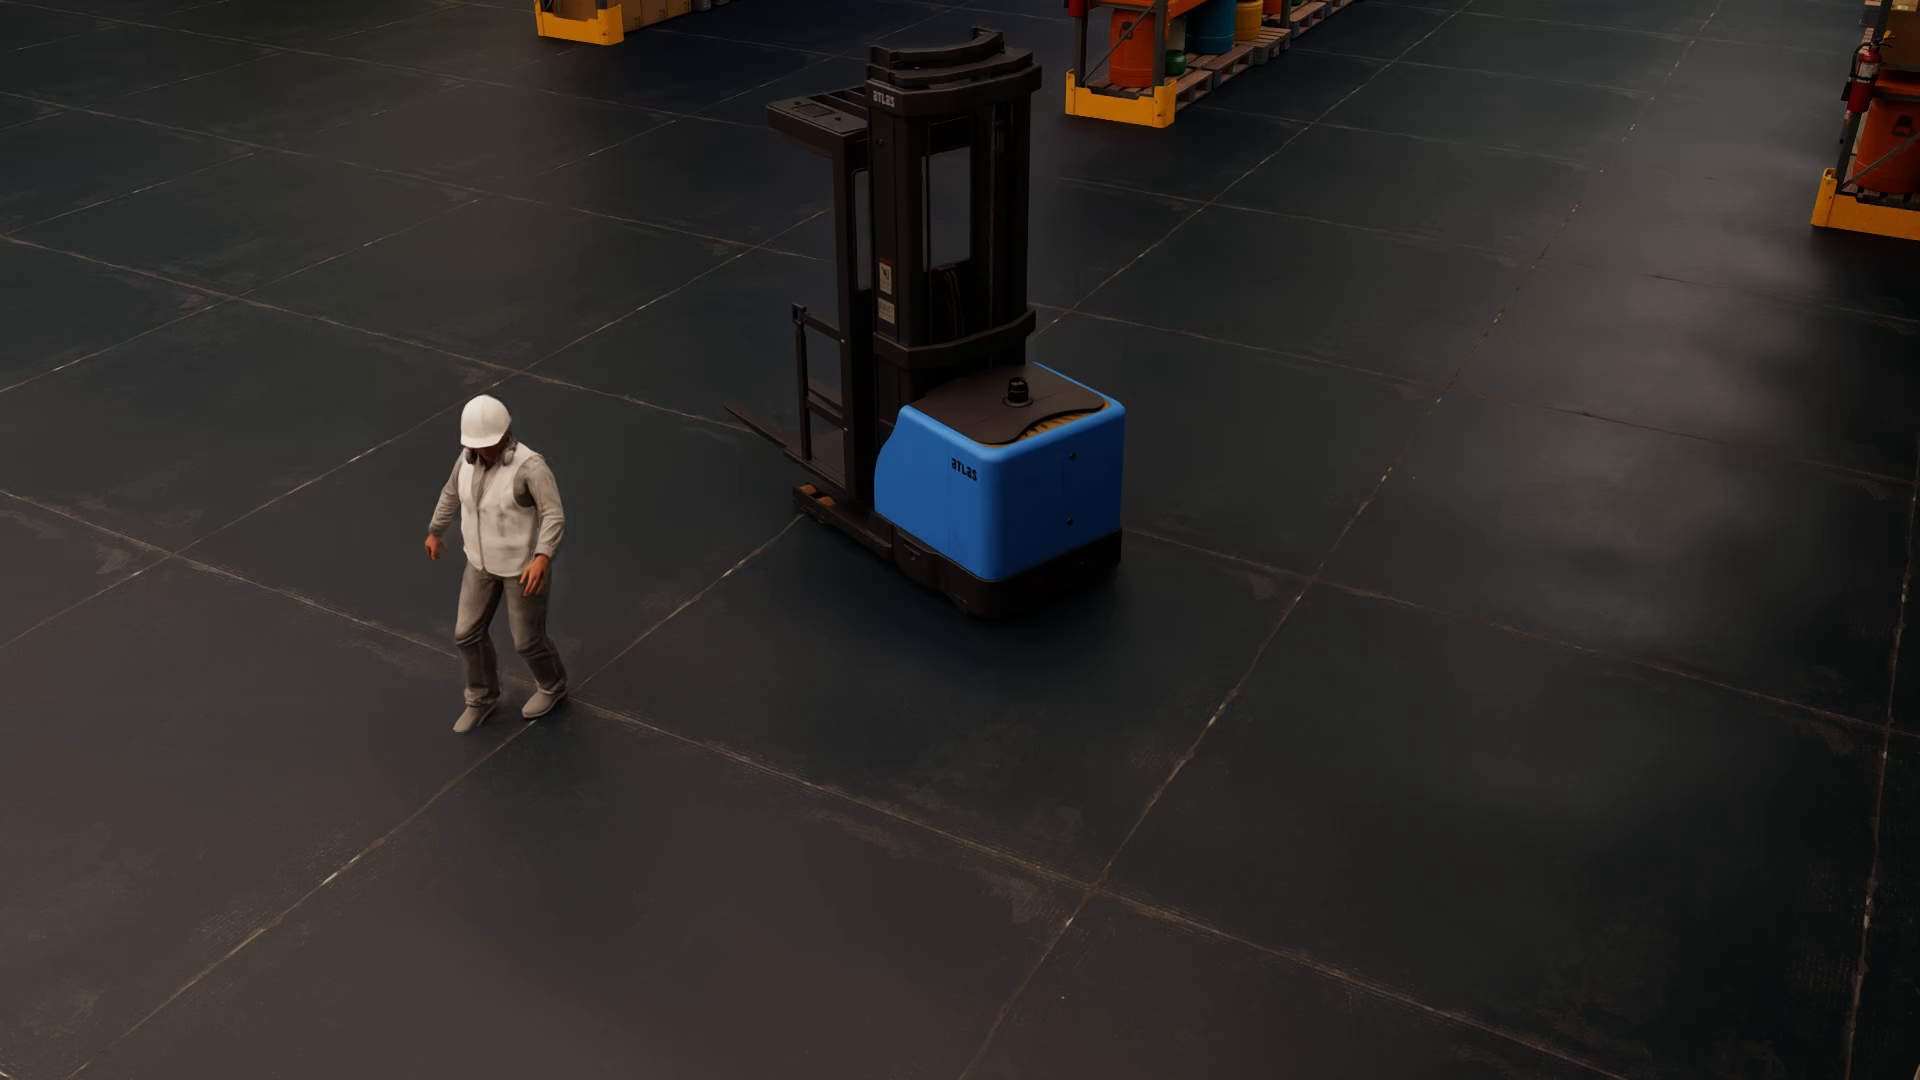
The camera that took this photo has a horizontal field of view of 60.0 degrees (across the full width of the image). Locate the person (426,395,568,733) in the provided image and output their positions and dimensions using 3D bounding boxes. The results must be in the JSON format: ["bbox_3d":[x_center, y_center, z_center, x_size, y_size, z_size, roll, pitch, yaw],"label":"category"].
[{"bbox_3d":[-2.258,0.148,8.053,0.955,1.799,0.580,15,33,25],"label":"person"}]

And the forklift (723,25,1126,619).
[{"bbox_3d":[-0.382,-1.507,9.682,1.130,2.935,3.031,-22,37,-33],"label":"forklift"}]
